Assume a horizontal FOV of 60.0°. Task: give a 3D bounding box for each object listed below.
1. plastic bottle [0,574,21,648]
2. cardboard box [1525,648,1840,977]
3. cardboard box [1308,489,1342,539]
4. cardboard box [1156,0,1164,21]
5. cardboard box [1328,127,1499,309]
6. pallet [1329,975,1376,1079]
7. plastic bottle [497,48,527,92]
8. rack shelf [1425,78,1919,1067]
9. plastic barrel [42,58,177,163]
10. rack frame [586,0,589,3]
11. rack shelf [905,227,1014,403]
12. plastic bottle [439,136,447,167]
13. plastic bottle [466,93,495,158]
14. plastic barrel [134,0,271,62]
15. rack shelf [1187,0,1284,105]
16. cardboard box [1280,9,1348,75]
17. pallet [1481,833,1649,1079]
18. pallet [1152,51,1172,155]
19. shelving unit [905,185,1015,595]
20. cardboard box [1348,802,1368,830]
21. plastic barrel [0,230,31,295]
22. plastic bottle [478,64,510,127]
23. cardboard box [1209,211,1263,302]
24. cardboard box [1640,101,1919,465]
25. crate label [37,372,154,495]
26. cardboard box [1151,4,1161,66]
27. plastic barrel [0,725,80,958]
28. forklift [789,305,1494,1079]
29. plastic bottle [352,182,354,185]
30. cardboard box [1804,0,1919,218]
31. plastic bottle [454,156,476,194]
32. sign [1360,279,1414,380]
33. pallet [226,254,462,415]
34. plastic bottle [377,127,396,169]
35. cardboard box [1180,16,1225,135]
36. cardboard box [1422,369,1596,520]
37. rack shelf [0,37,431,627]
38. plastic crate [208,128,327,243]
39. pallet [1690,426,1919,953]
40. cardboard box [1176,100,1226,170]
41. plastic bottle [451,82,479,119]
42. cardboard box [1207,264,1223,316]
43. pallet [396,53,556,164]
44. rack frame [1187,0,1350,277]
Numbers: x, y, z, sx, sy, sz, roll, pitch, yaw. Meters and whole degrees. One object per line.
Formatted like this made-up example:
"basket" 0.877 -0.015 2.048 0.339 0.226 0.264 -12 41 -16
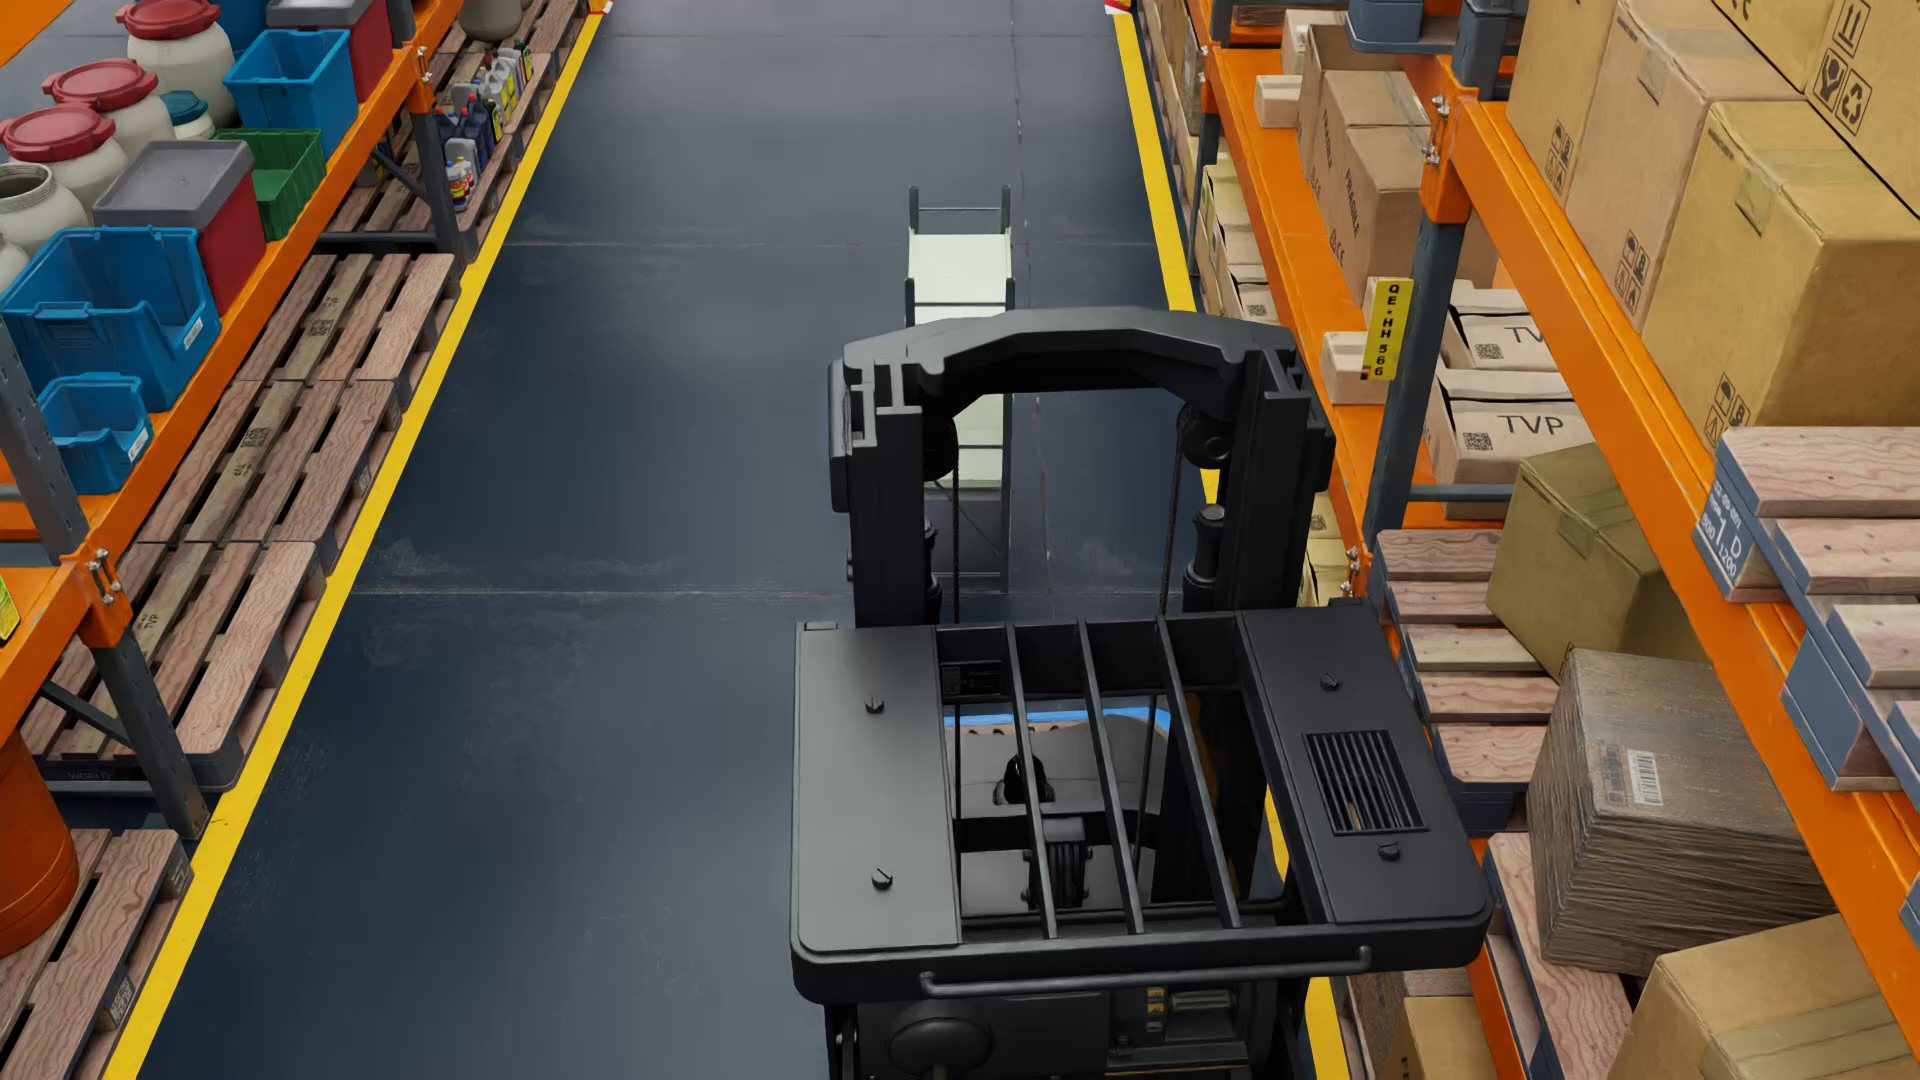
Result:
"plastic bottle" -2.777 0.163 4.741 0.061 0.283 0.133 0 39 0
"cardboard box" 1.672 0.627 3.654 0.700 0.500 0.500 7 39 8
"cardboard box" 1.495 -0.098 6.389 0.500 0.311 0.500 -1 39 -1
"cardboard box" 1.534 -3.562 10.559 0.500 0.500 0.500 0 39 0
"cardboard box" 1.731 -1.225 6.299 0.500 0.500 0.500 -2 39 -2
"pallet" 1.712 1.419 5.311 1.003 0.211 1.213 0 39 0
"plastic bottle" -2.800 -2.941 10.347 0.152 0.276 0.135 0 39 0
"rack shelf" 1.751 0.225 2.748 1.077 0.370 4.000 0 39 0
"plastic barrel" -3.426 -1.632 6.779 0.433 0.535 0.433 0 39 0
"rack frame" -3.214 -5.138 11.263 1.000 3.000 0.127 0 39 0
"rack shelf" 0.000 -0.894 6.542 0.431 0.370 0.720 0 39 0
"plastic bottle" -2.905 -2.149 9.354 0.061 0.283 0.133 0 39 0
"plastic bottle" -2.795 -2.398 9.610 0.144 0.351 0.185 -2 39 -2
"plastic barrel" -3.512 -2.590 7.683 0.600 0.901 0.708 0 39 0
"rack shelf" 1.742 -3.608 9.928 1.077 0.370 4.000 0 39 0
"cardboard box" 1.789 -2.271 7.806 0.500 0.250 0.500 2 39 3
"pallet" 1.756 1.155 3.564 1.003 0.211 1.213 0 39 0
"pallet" 1.781 -2.812 10.590 1.003 0.211 1.213 0 39 0
"shelving unit" 0.000 -0.589 6.786 0.431 1.500 0.755 0 39 0
"cardboard box" 1.464 0.952 5.310 0.500 0.500 0.500 2 39 2
"plastic barrel" -3.419 -0.822 5.787 0.421 0.512 0.421 0 39 0
"plastic bottle" -2.796 -2.663 9.941 0.144 0.351 0.185 0 39 0
"cardboard box" 1.491 -1.376 7.983 0.500 0.311 0.500 0 39 -1
"cardboard box" 1.784 -0.429 2.908 0.910 0.500 0.500 0 39 0
"crate label" -2.830 -0.333 5.401 0.303 0.233 0.416 0 39 0
"cardboard box" 1.522 -3.269 10.794 0.500 0.250 0.500 0 39 0
"plastic barrel" -3.187 0.854 5.185 0.600 0.830 0.708 0 39 0
"forklift" 0.255 1.121 3.507 1.130 2.935 3.031 -3 39 -3
"plastic bottle" -3.498 -2.177 9.334 0.144 0.351 0.185 -1 39 -1
"cardboard box" 1.744 -0.825 2.603 0.500 0.500 0.500 0 39 0
"plastic bottle" -2.771 -2.043 9.286 0.097 0.201 0.097 0 39 0
"sign" 1.194 -0.586 4.656 0.100 0.325 0.005 0 39 0
"pallet" -3.169 -1.057 8.400 1.003 0.211 1.213 0 39 0
"plastic bottle" -3.350 -2.284 9.527 0.152 0.276 0.135 0 39 0
"cardboard box" 1.536 -2.624 9.389 0.500 0.500 0.500 0 39 0
"cardboard box" 1.792 -0.329 5.333 0.500 0.311 0.500 2 39 3
"rack shelf" -3.207 -1.105 6.805 1.077 0.370 4.000 0 39 0
"plastic crate" -2.925 -1.465 6.849 0.450 0.188 0.662 0 39 0
"pallet" 1.819 0.212 2.339 1.213 0.211 1.003 0 39 0
"cardboard box" 1.534 -2.331 9.623 0.500 0.250 0.500 0 39 0
"plastic bottle" -2.944 -2.618 9.945 0.152 0.276 0.135 0 39 0
"cardboard box" 1.496 -1.156 8.157 0.500 0.250 0.500 1 39 1
"pallet" -3.172 -2.733 10.492 1.003 0.211 1.213 0 39 0
"rack frame" 1.744 -2.638 8.143 1.000 3.000 0.127 0 39 0
